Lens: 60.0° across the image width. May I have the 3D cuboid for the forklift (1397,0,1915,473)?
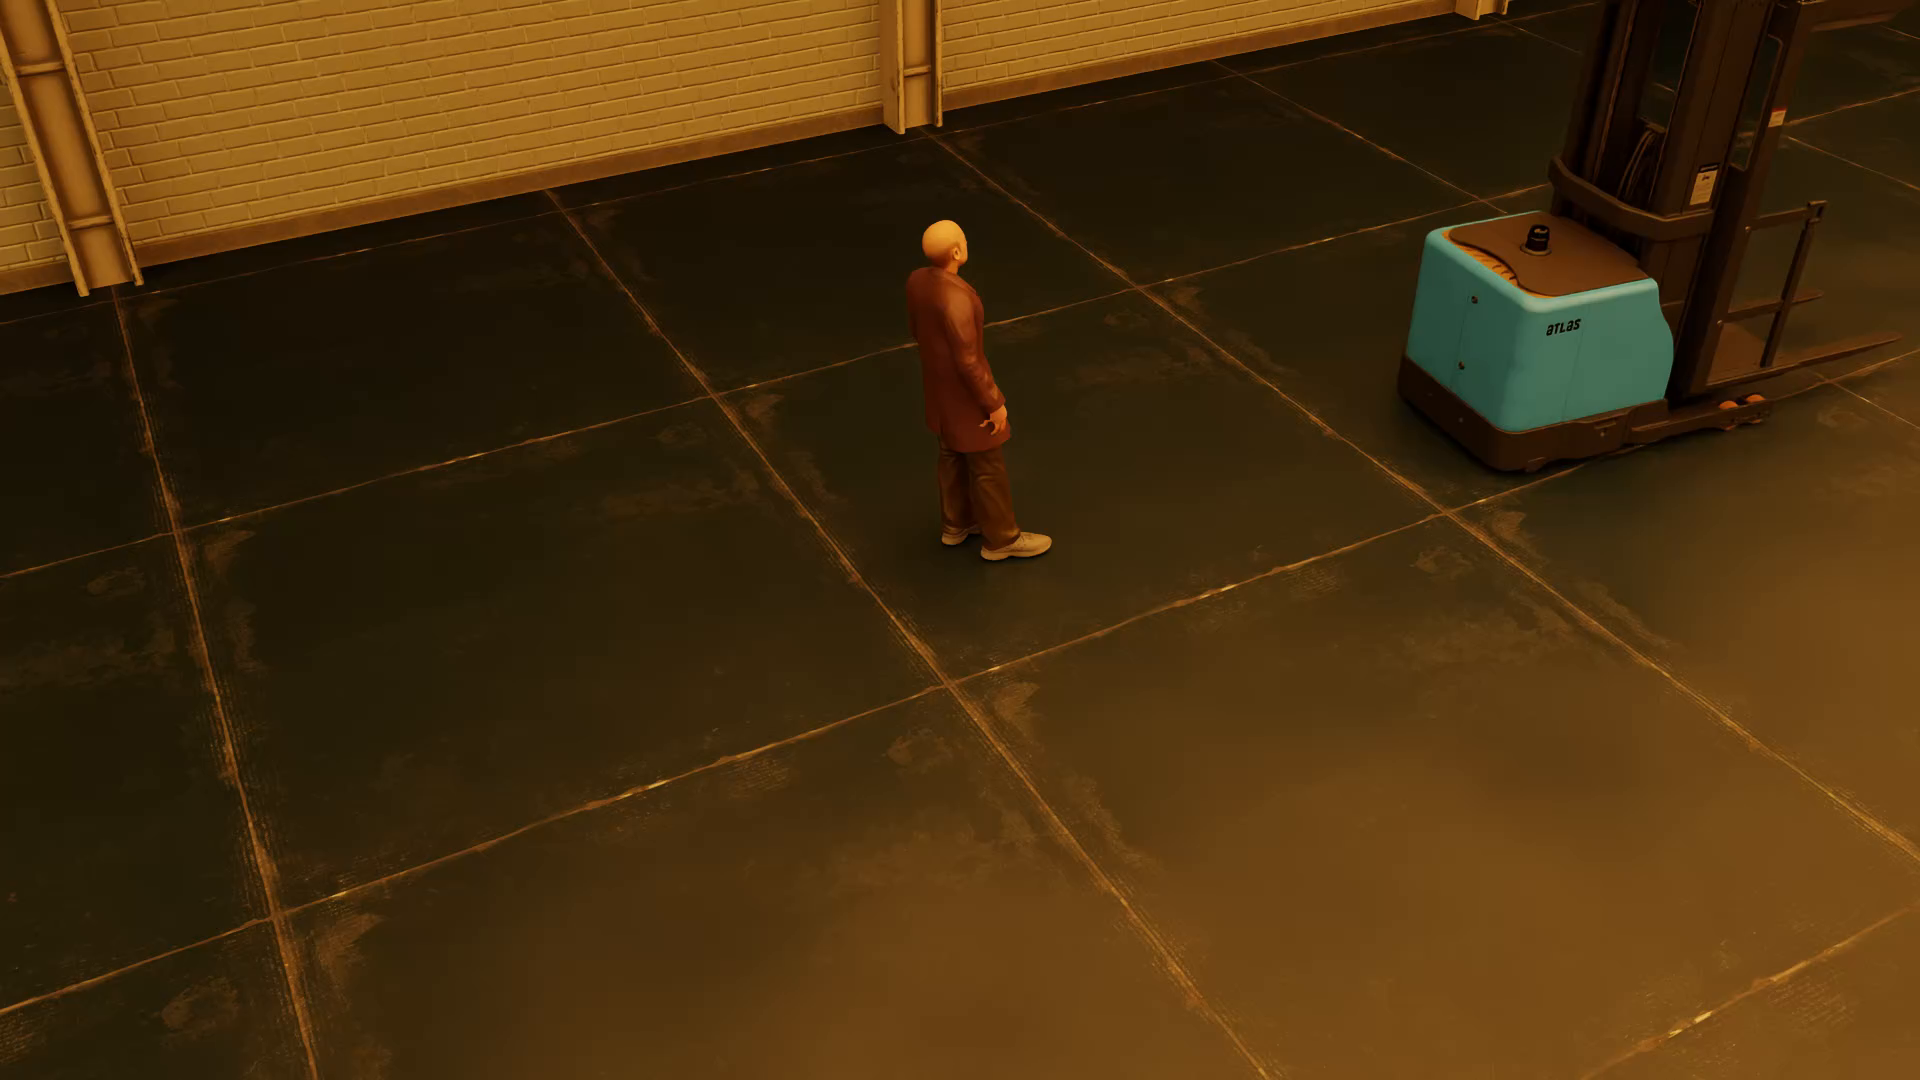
[{"bbox_3d":[4.143,-2.098,9.092,3.031,2.935,1.130,-13,37,-17],"label":"forklift"}]

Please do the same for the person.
[{"bbox_3d":[0.082,-0.754,8.176,0.582,1.775,0.696,-17,39,-23],"label":"person"}]
